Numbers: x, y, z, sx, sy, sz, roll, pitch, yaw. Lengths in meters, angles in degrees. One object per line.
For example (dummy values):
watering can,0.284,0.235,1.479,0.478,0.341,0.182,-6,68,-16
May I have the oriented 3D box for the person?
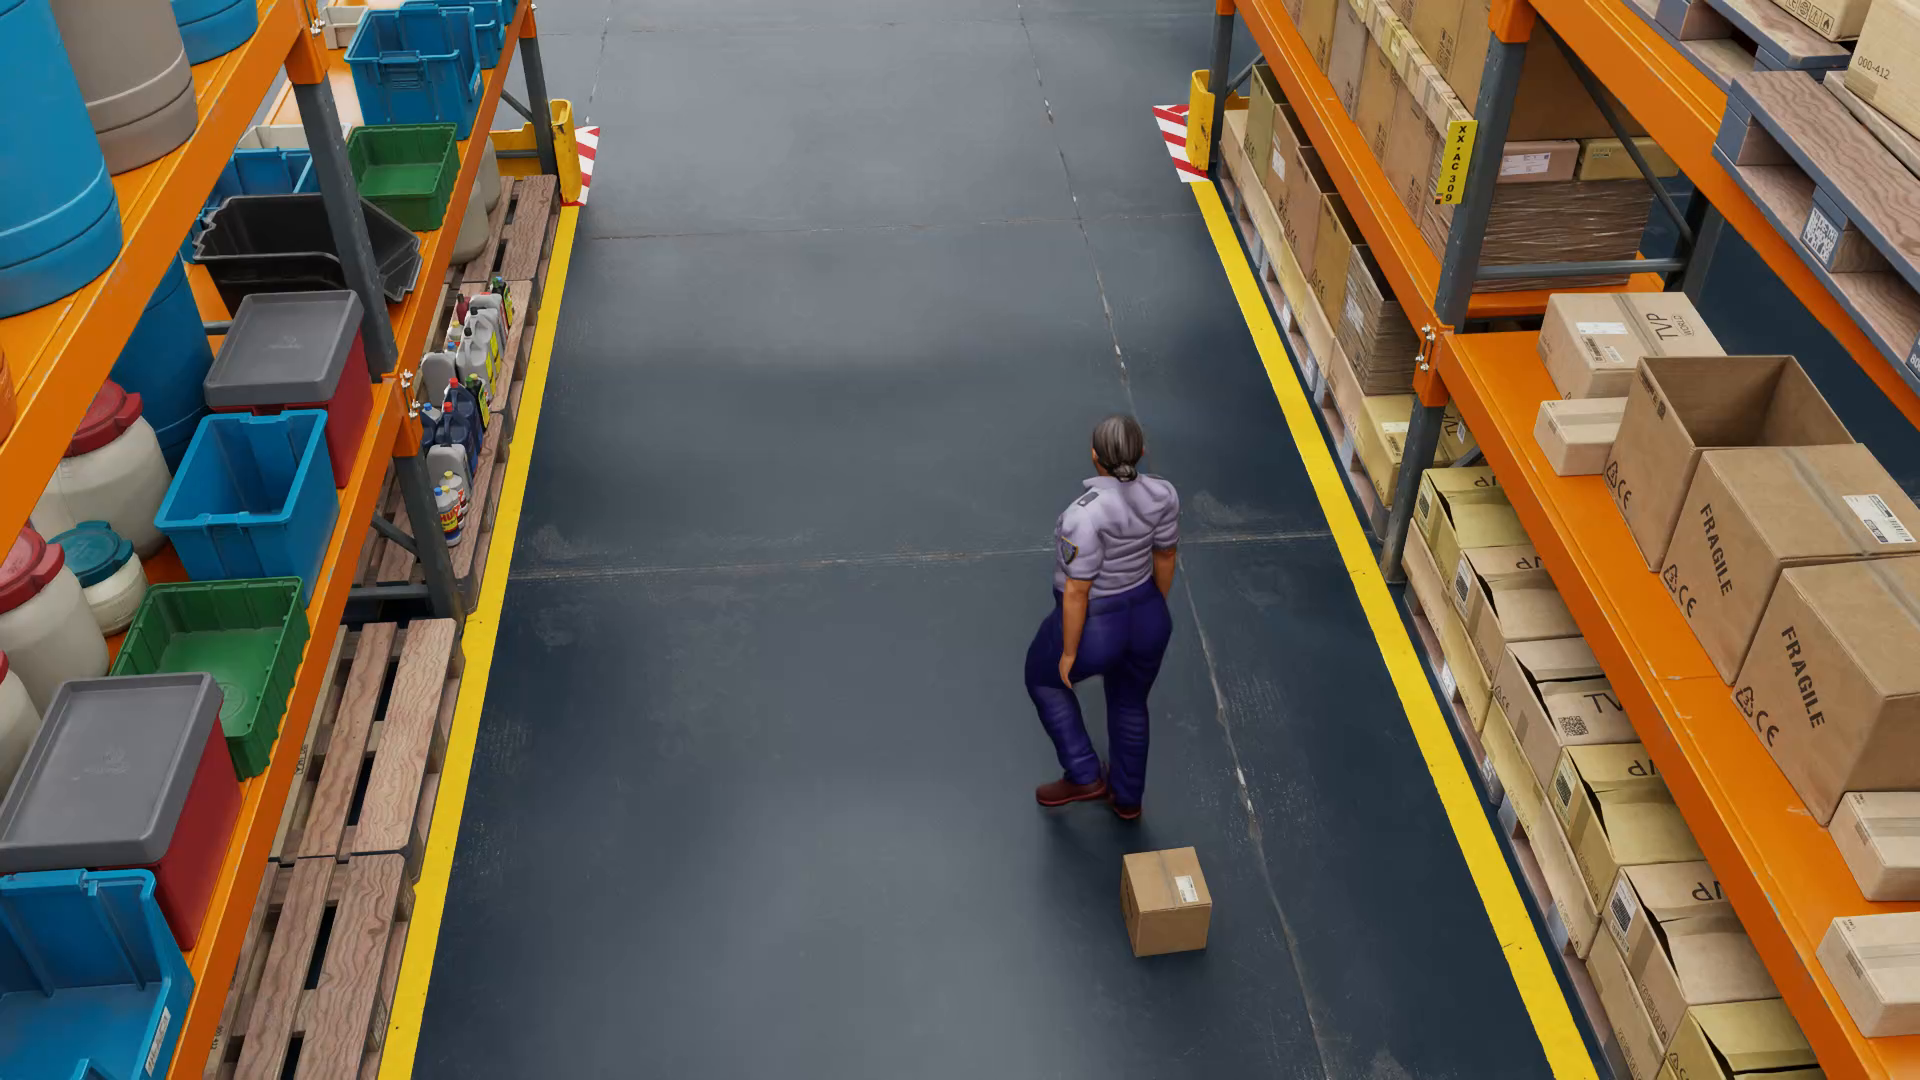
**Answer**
person,0.514,0.292,5.790,0.532,1.633,0.471,-19,43,-21
